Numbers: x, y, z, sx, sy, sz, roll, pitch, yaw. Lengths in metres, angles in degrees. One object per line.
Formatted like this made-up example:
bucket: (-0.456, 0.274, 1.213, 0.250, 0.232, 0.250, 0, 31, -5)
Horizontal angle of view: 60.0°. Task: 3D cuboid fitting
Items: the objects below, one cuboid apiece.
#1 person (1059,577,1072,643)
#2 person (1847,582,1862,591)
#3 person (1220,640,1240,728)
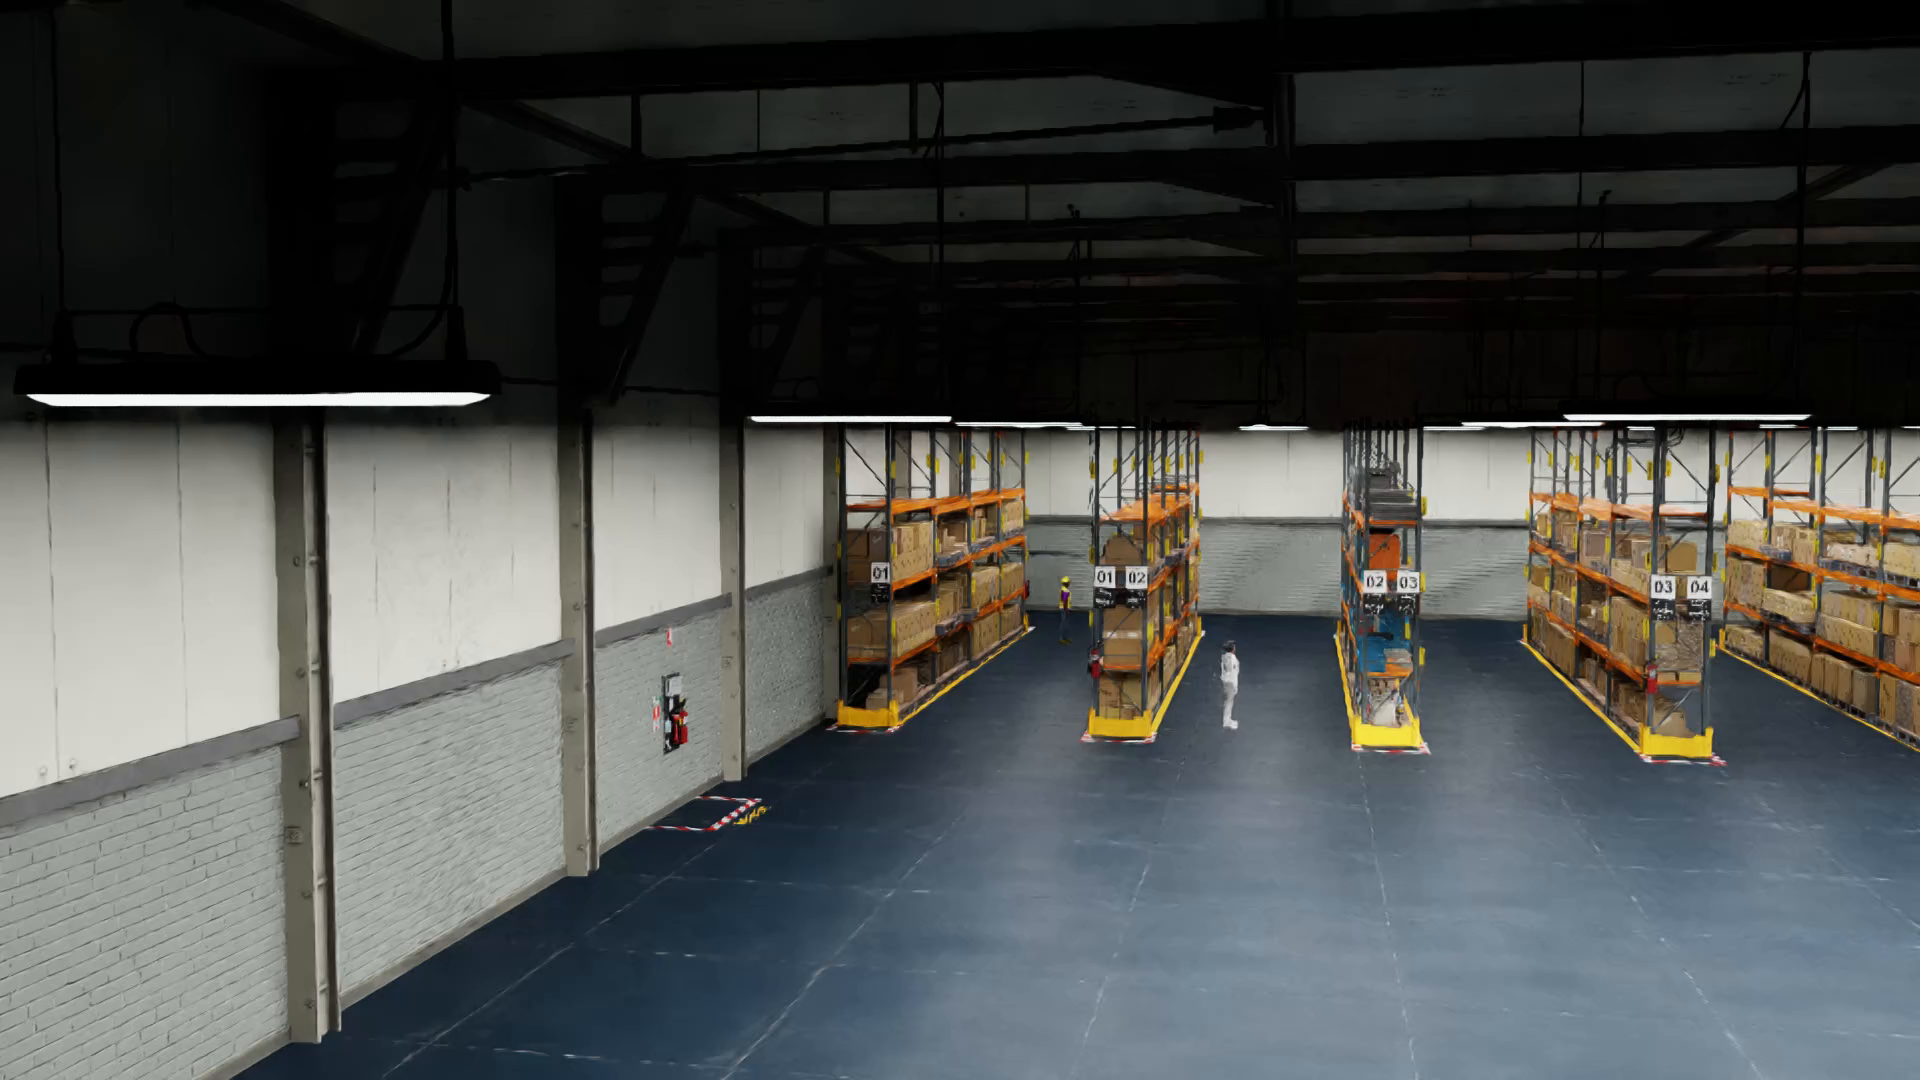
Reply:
person: (2.882, 1.883, 45.266, 0.390, 1.760, 0.669, 0, 4, 0)
person: (24.338, 1.912, 45.192, 0.620, 1.784, 0.566, -2, 4, -24)
person: (5.266, 2.779, 32.275, 0.420, 1.677, 0.532, -1, 4, -16)
